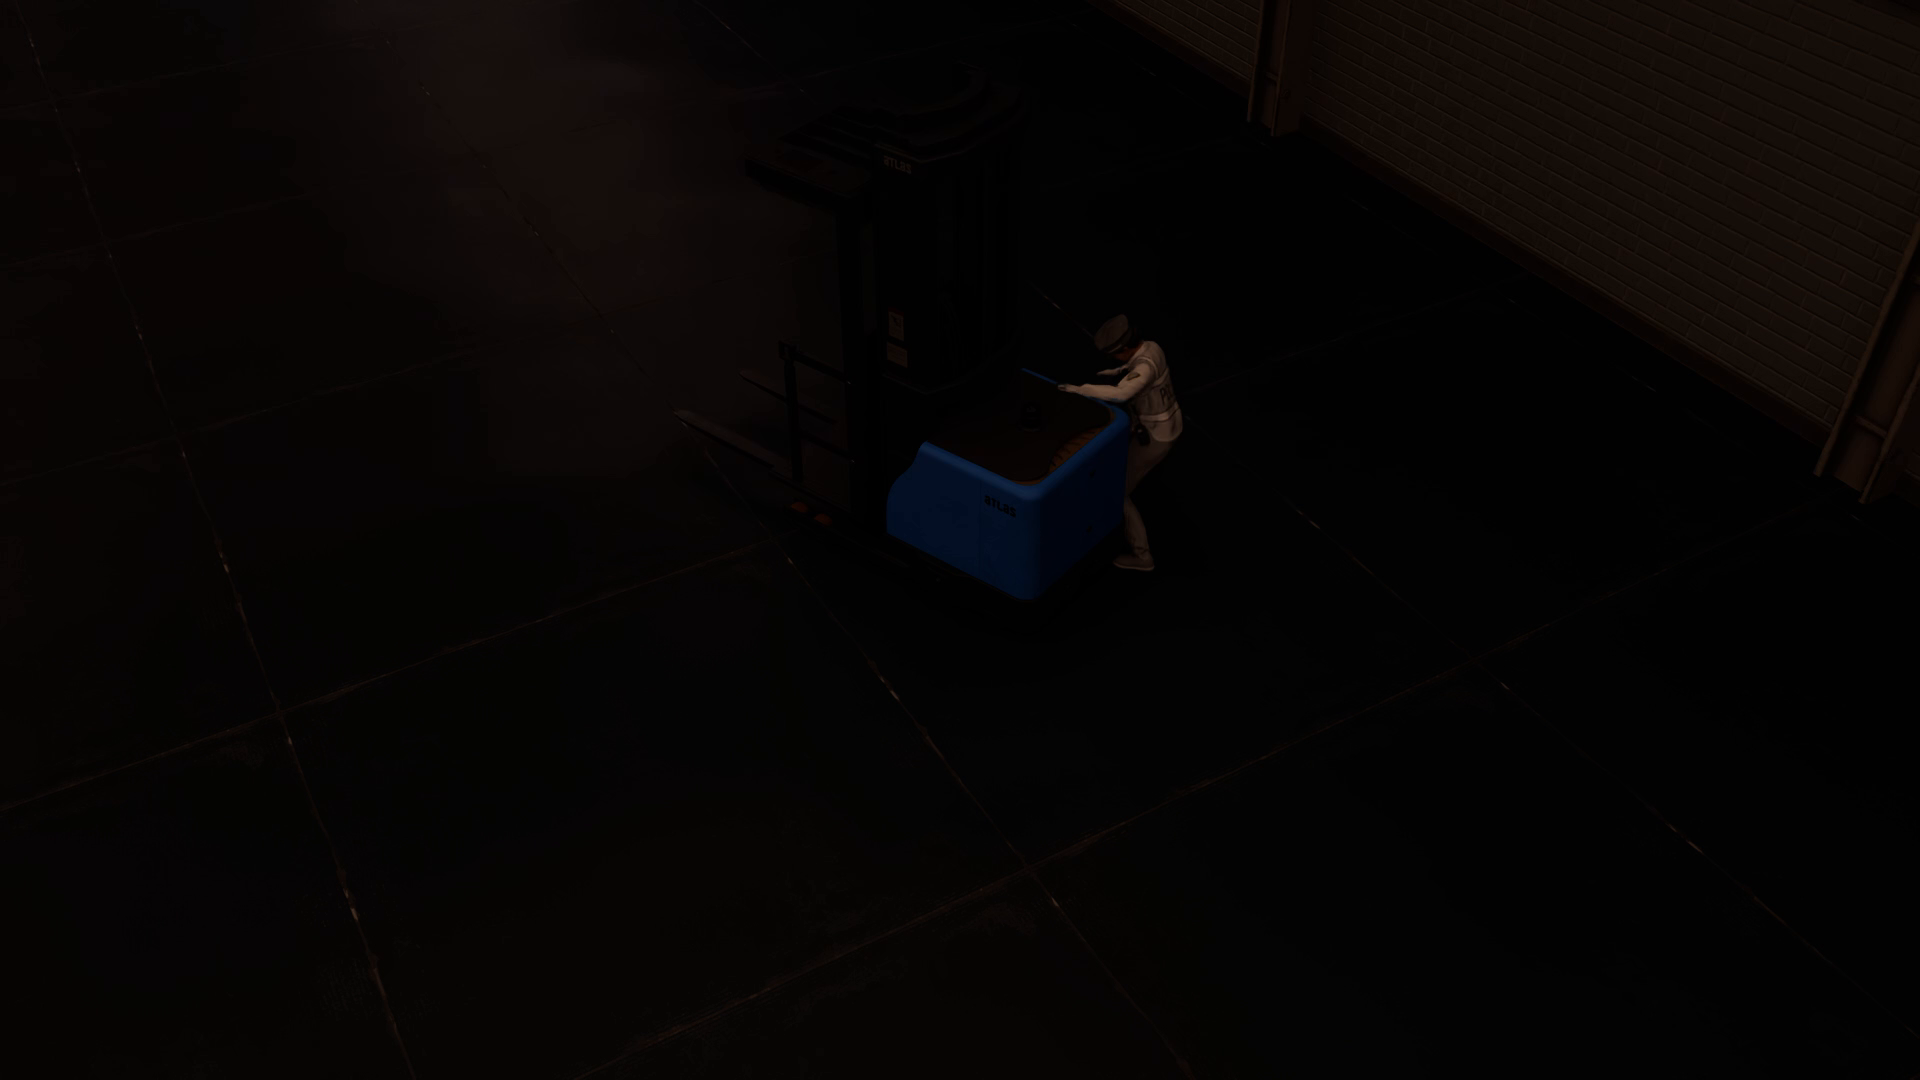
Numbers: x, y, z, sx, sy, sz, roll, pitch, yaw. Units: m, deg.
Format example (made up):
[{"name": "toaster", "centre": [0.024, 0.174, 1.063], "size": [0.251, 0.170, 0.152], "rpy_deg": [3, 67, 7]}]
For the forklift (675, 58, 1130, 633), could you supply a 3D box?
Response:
[{"name": "forklift", "centre": [-0.481, -1.366, 9.683], "size": [3.031, 2.935, 1.130], "rpy_deg": [26, 46, 28]}]

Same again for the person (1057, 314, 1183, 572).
[{"name": "person", "centre": [0.977, -0.745, 10.176], "size": [0.922, 1.374, 1.145], "rpy_deg": [17, 43, 19]}]
